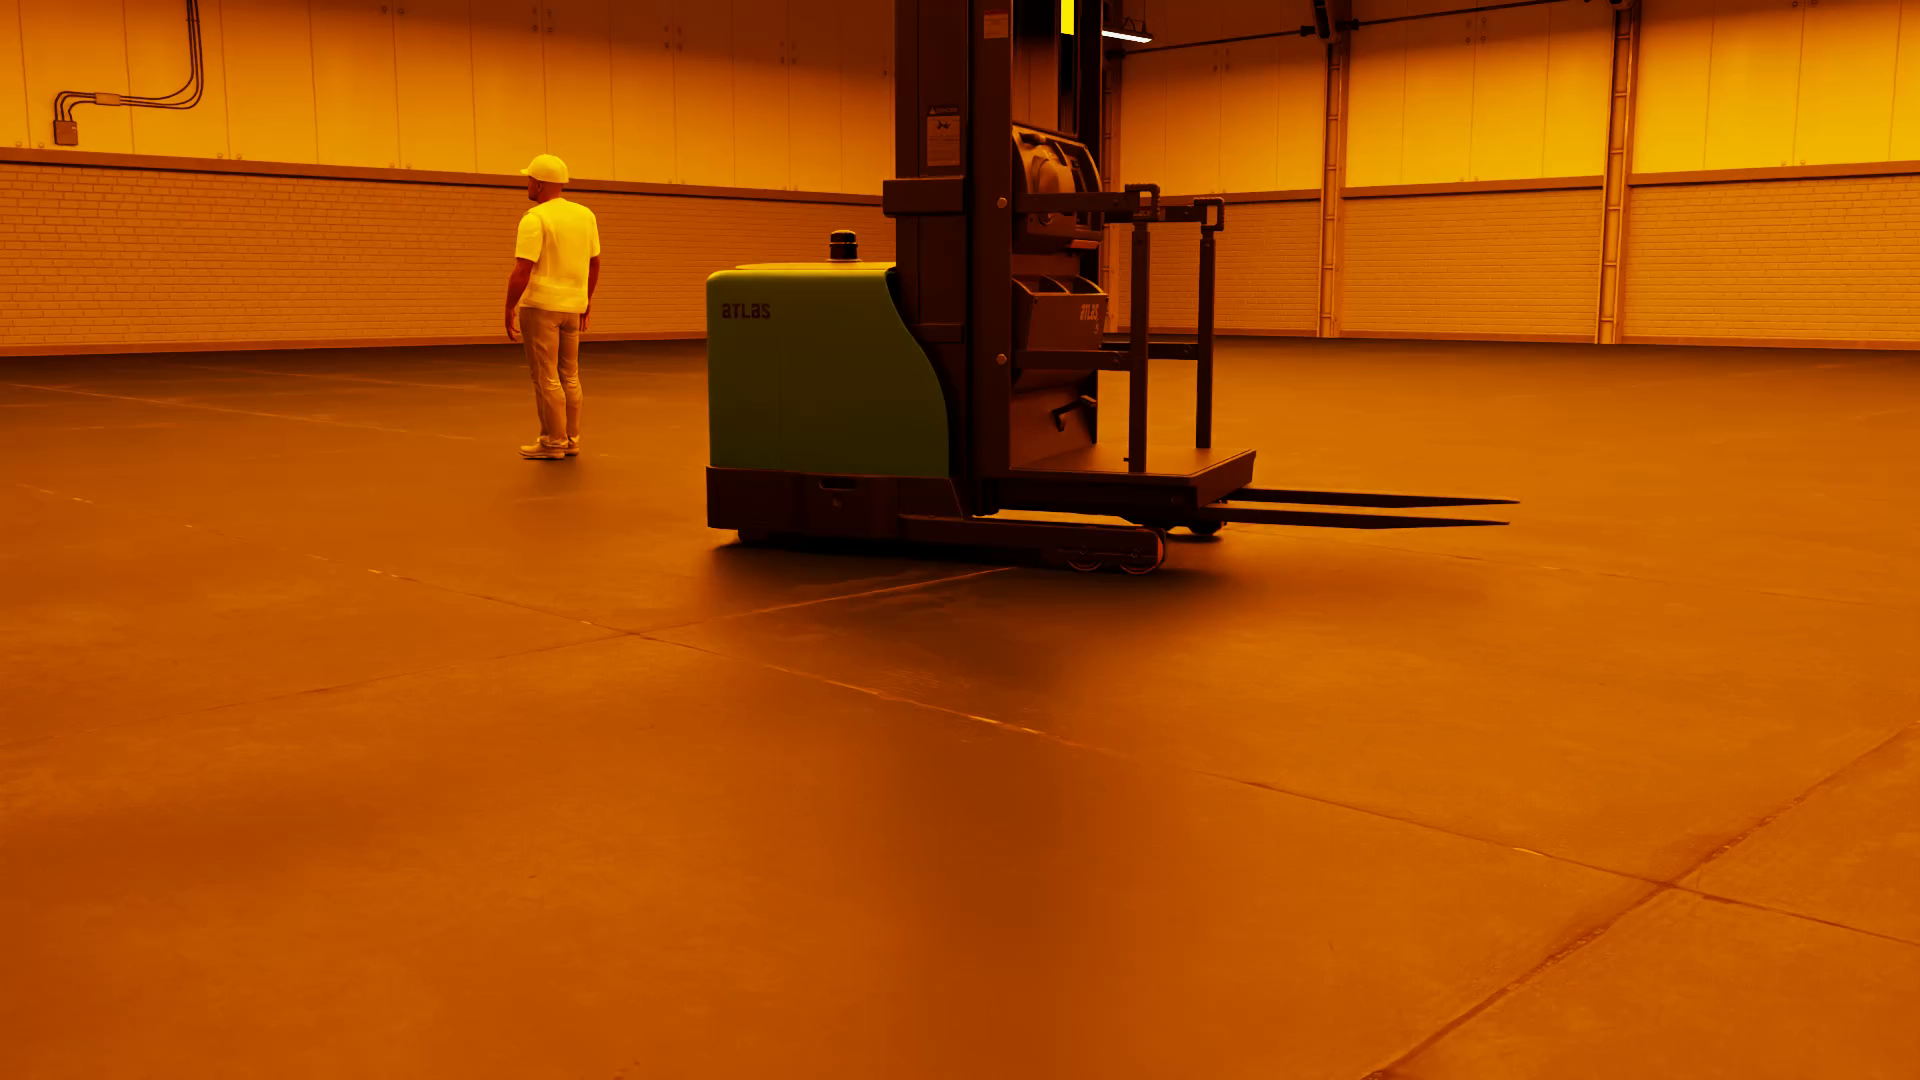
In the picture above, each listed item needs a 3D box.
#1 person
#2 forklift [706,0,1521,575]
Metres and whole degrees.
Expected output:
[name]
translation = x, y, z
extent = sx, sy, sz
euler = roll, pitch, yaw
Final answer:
[person]
translation = -2.466, -1.370, 9.834
extent = 0.576, 1.766, 0.666
euler = 5, 10, 32
[forklift]
translation = 0.565, -1.416, 6.275
extent = 3.031, 2.935, 1.130
euler = 3, 9, 22
